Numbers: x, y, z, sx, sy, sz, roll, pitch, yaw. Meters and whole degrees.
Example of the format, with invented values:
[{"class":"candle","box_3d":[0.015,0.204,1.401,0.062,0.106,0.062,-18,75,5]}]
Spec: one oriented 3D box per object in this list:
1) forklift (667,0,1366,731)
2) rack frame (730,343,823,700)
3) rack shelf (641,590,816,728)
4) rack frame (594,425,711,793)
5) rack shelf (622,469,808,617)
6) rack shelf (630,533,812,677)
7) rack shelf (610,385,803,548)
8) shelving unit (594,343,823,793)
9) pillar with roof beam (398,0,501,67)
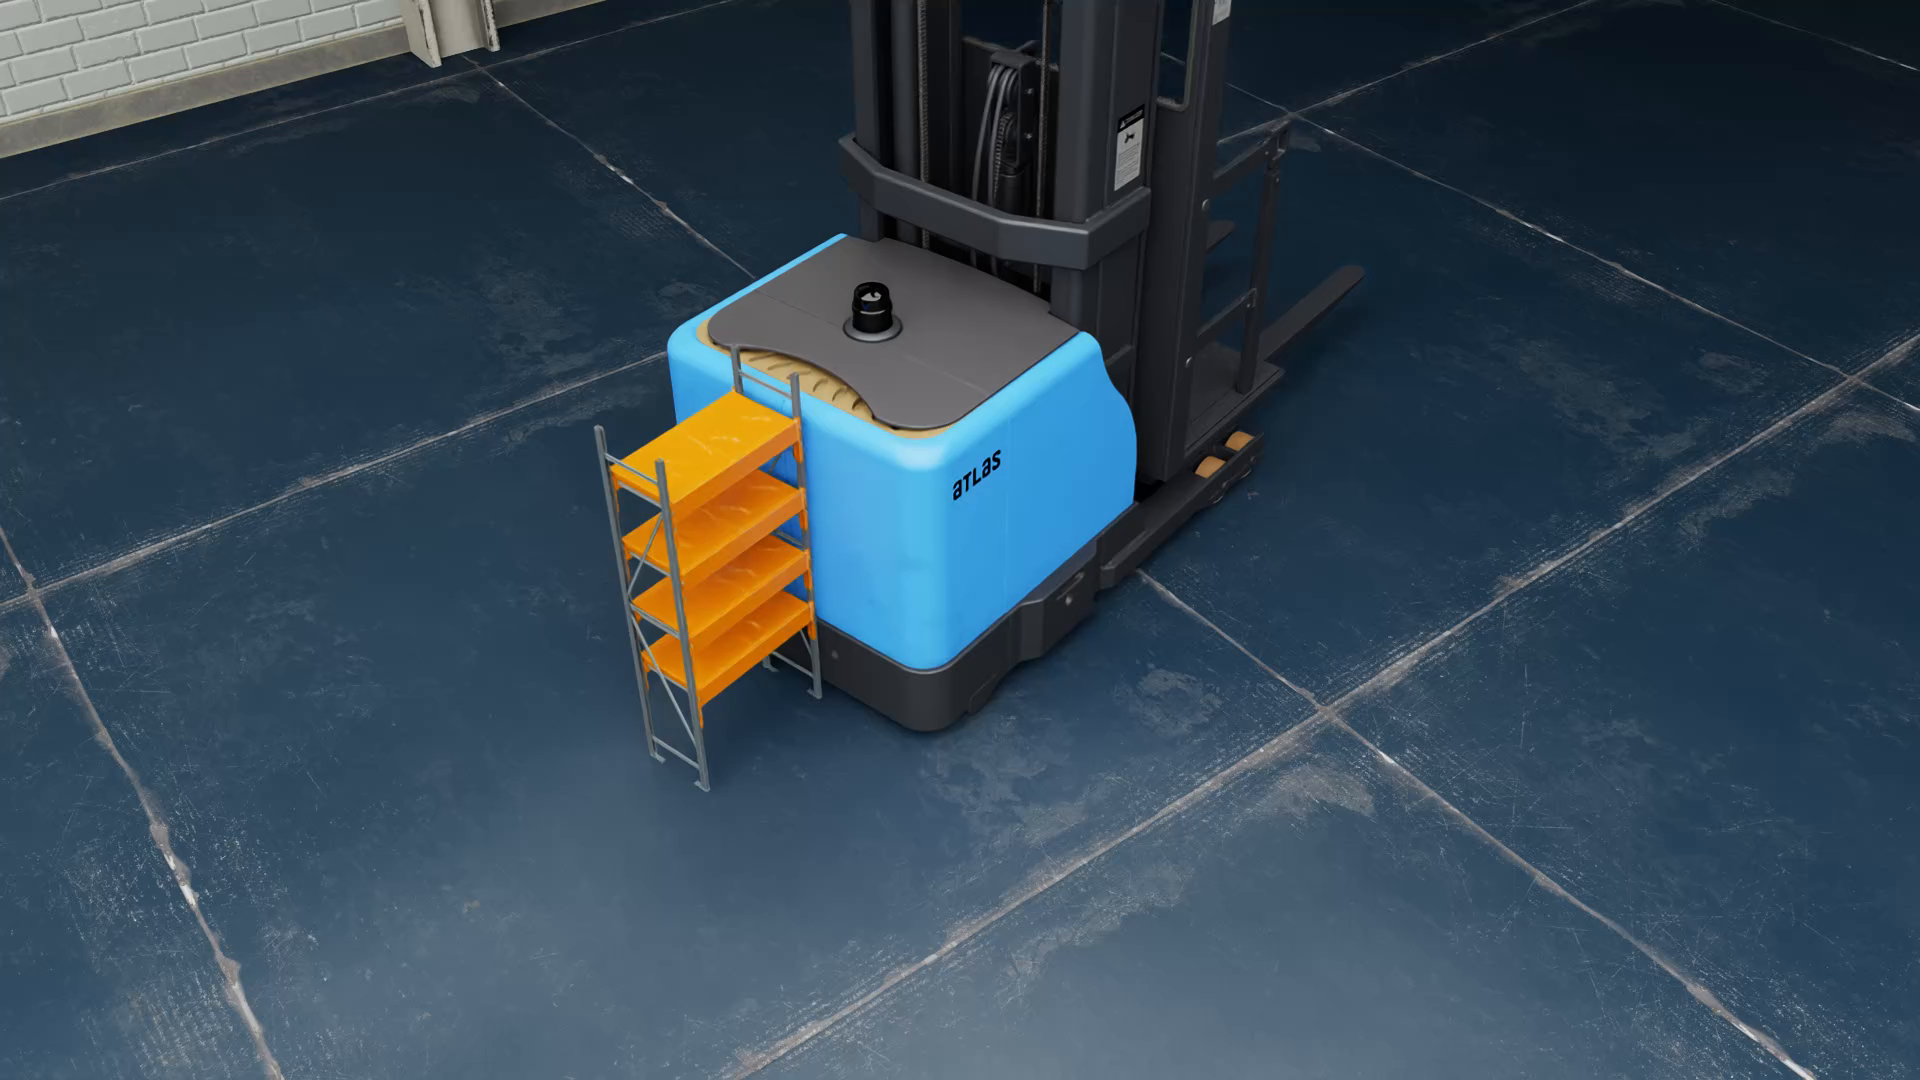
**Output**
[{"class":"forklift","box_3d":[0.444,-1.440,5.194,1.130,2.935,3.031,27,46,29]},{"class":"rack frame","box_3d":[-0.525,-0.020,4.828,0.240,1.200,0.015,27,46,29]},{"class":"rack shelf","box_3d":[-0.676,0.307,4.849,0.258,0.148,0.480,27,46,29]},{"class":"rack frame","box_3d":[-0.828,0.223,4.532,0.240,1.200,0.015,27,46,29]},{"class":"rack shelf","box_3d":[-0.676,-0.019,4.581,0.258,0.148,0.480,27,46,29]},{"class":"rack shelf","box_3d":[-0.676,0.154,4.723,0.258,0.148,0.480,27,46,29]},{"class":"rack shelf","box_3d":[-0.676,-0.202,4.431,0.258,0.148,0.480,27,46,29]},{"class":"shelving unit","box_3d":[-0.676,0.102,4.680,0.258,1.200,0.503,27,46,29]},{"class":"pillar with roof beam","box_3d":[-0.105,-3.966,3.489,0.400,9.000,9.100,-26,46,-28]}]
